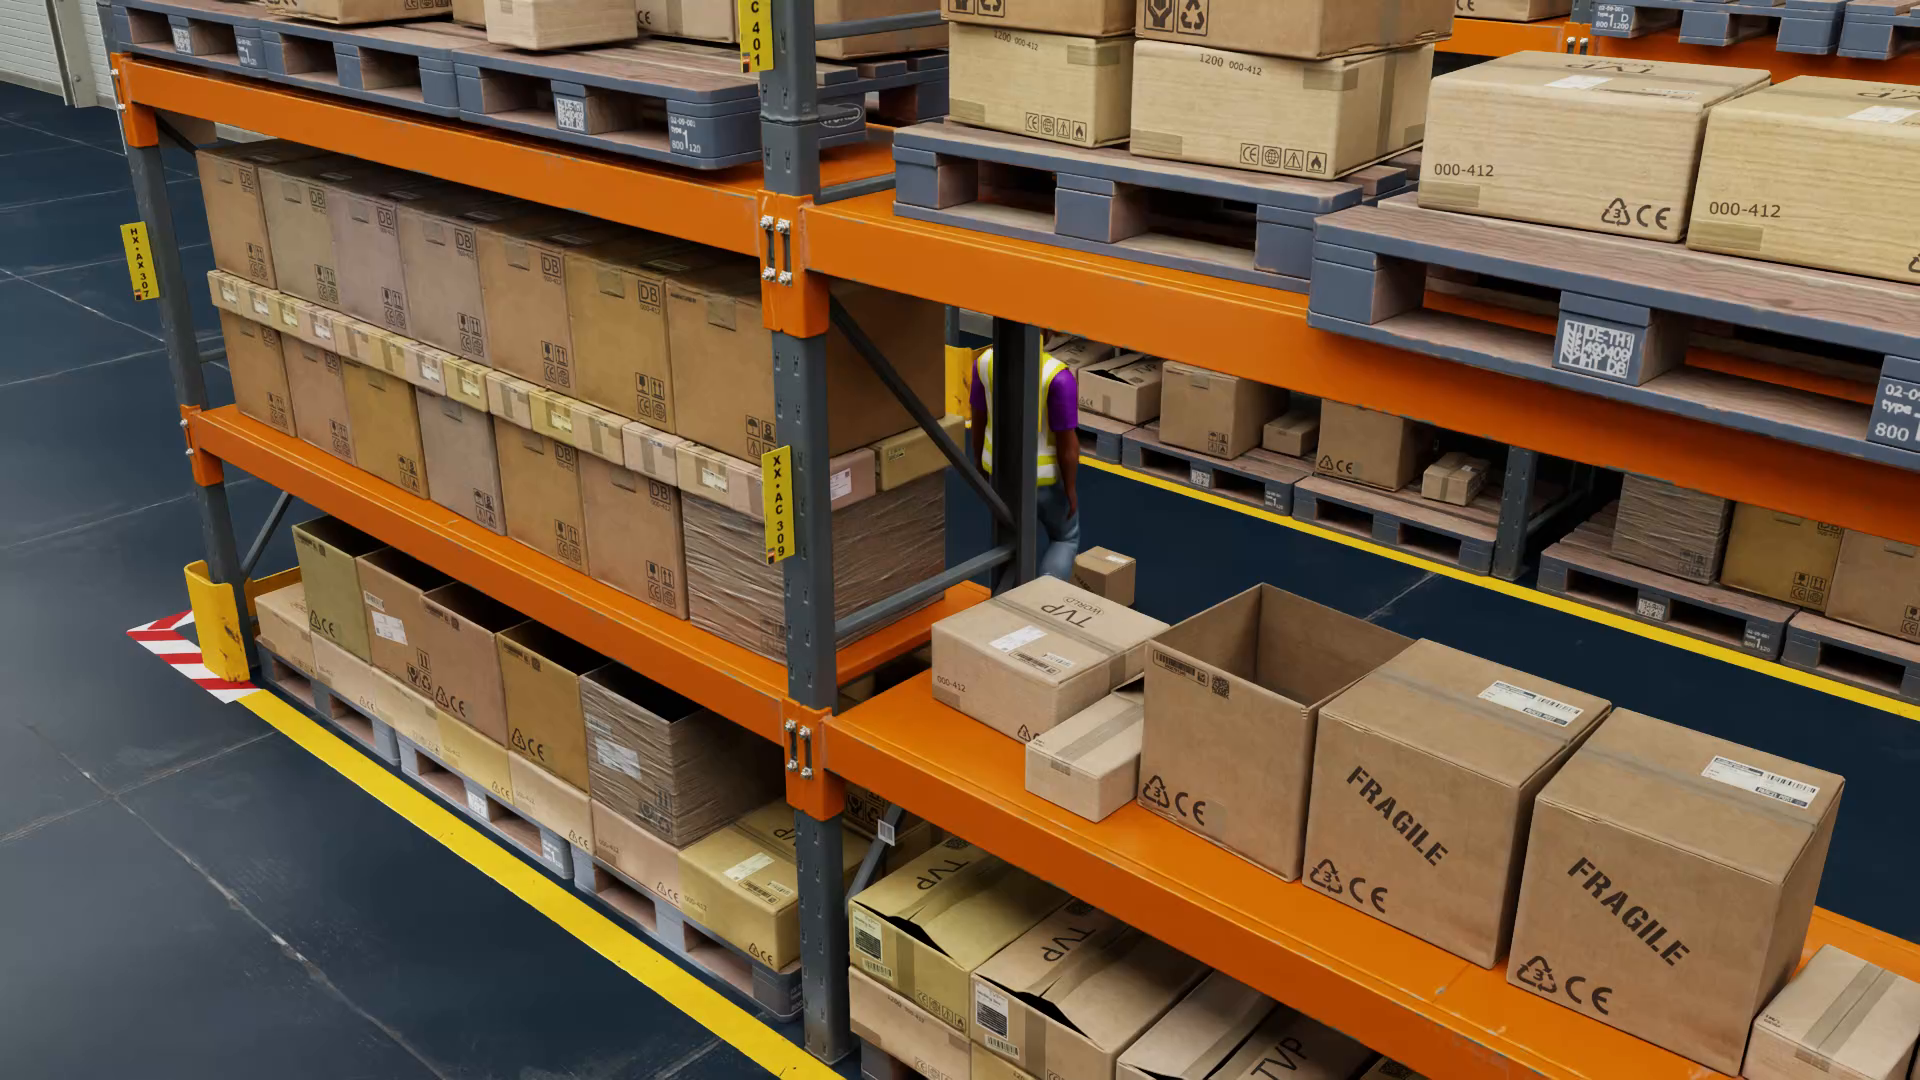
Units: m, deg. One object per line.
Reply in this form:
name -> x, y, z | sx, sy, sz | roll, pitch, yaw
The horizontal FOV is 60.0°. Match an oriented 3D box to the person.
person -> 0.316, -0.326, 7.791 | 0.587, 1.767, 0.515 | 12, 27, 26
